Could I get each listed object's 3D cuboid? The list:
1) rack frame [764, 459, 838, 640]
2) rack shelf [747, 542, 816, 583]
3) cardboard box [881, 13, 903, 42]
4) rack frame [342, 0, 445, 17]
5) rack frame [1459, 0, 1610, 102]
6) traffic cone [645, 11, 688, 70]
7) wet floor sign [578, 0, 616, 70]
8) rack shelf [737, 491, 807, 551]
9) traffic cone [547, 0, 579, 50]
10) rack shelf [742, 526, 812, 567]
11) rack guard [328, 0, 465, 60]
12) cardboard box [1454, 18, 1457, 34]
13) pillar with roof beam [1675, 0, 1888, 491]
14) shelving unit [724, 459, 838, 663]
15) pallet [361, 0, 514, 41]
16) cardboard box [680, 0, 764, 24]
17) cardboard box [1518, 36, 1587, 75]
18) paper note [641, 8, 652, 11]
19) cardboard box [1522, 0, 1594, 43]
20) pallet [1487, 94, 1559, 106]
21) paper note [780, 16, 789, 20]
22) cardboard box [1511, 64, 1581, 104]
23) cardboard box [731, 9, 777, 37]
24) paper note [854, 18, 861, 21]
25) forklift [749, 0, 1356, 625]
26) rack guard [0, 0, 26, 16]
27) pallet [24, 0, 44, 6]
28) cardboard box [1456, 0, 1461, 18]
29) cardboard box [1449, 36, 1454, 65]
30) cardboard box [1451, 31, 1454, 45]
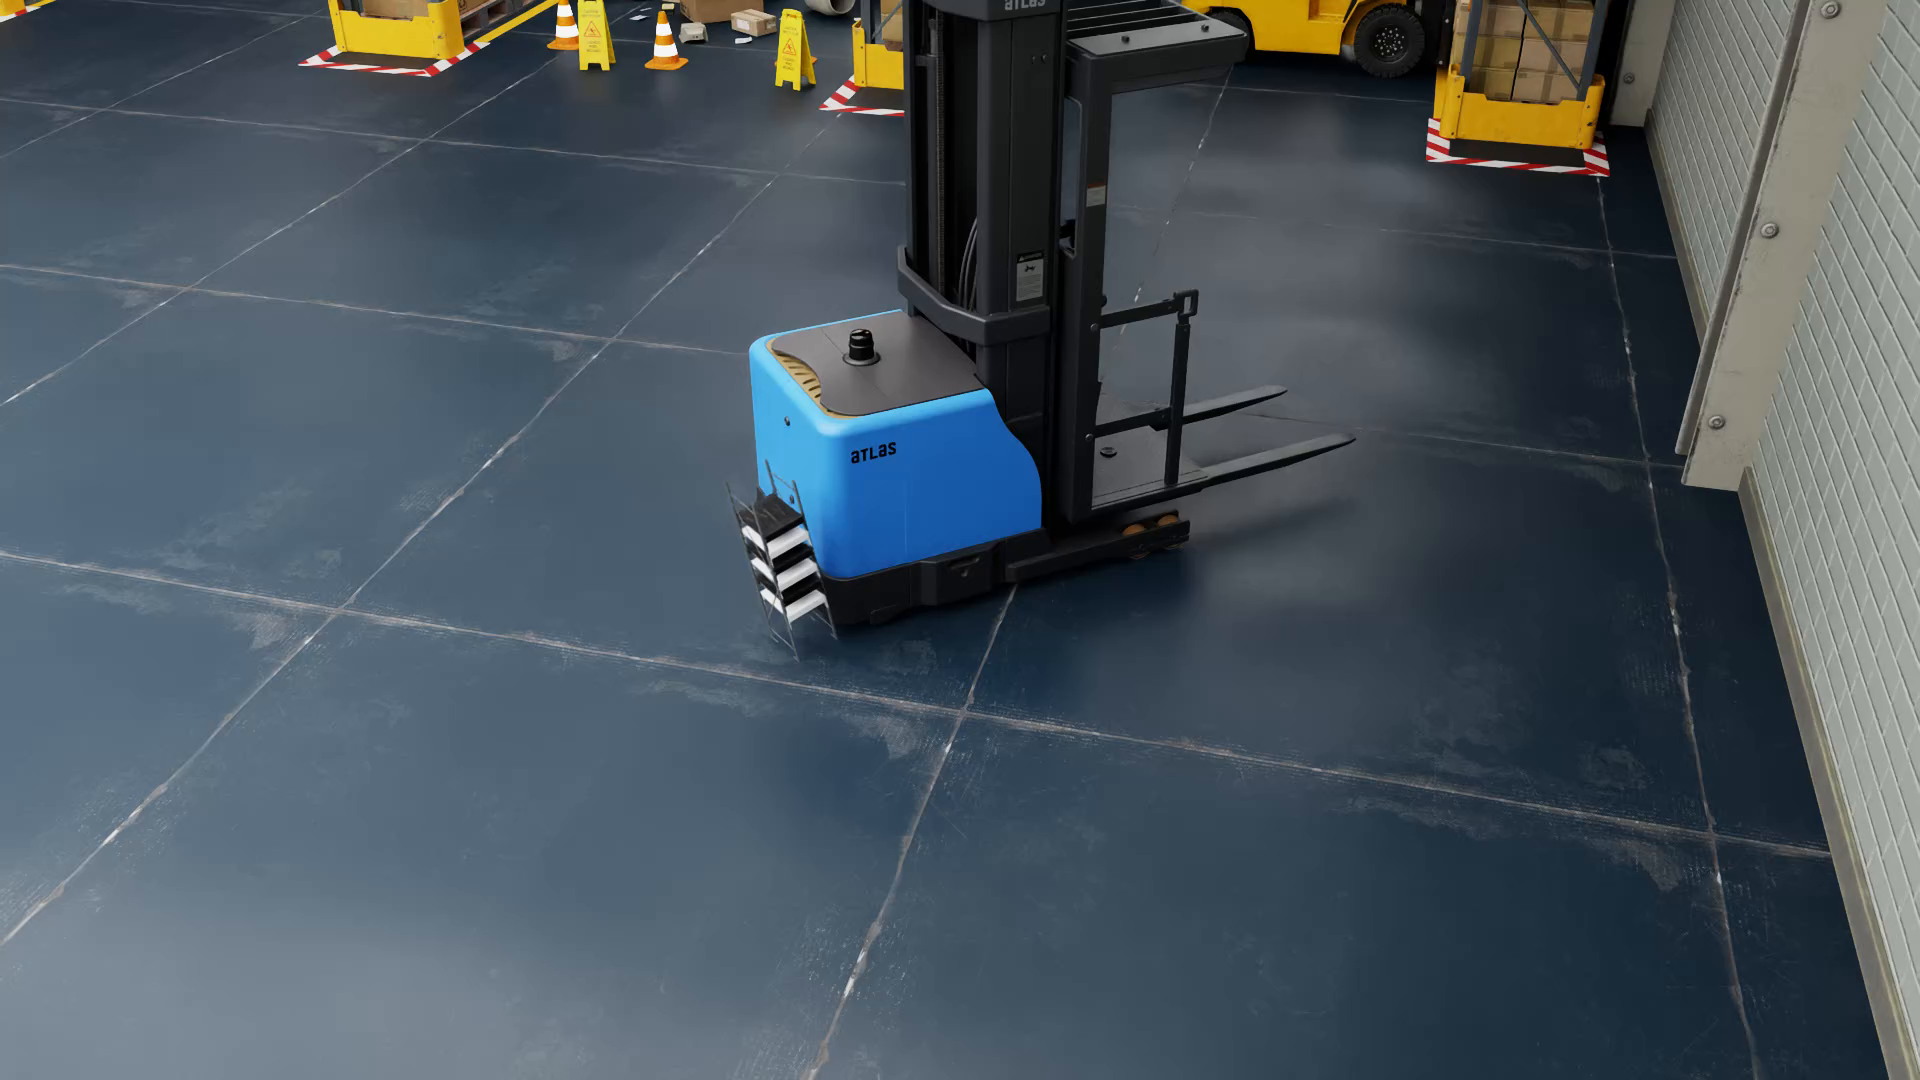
[{"bbox_3d":[-0.691,0.051,7.272,0.006,0.900,0.240,-31,43,-23],"label":"rack frame"},{"bbox_3d":[-0.779,0.056,7.196,0.200,0.077,0.258,-31,43,-23],"label":"rack shelf"},{"bbox_3d":[-0.396,-4.672,14.975,0.500,0.250,0.500,8,33,12],"label":"cardboard box"},{"bbox_3d":[-5.160,-5.808,14.591,1.000,3.000,0.127,8,33,12],"label":"rack frame"},{"bbox_3d":[4.456,-4.513,12.553,1.000,3.000,0.127,8,33,12],"label":"rack frame"},{"bbox_3d":[-2.645,-4.490,14.881,0.336,0.463,0.334,8,33,12],"label":"traffic cone"},{"bbox_3d":[-3.252,-4.530,14.775,0.267,0.644,0.232,3,33,4],"label":"wet floor sign"},{"bbox_3d":[-0.806,-0.082,7.084,0.200,0.077,0.258,-31,43,-23],"label":"rack shelf"},{"bbox_3d":[-3.652,-4.820,15.401,0.336,0.463,0.334,8,33,12],"label":"traffic cone"},{"bbox_3d":[-0.793,-0.013,7.140,0.200,0.077,0.258,-31,43,-23],"label":"rack shelf"},{"bbox_3d":[-5.166,-4.741,15.242,1.175,0.500,0.348,8,33,12],"label":"rack guard"},{"bbox_3d":[4.414,-4.295,13.915,0.500,0.250,0.500,8,33,12],"label":"cardboard box"},{"bbox_3d":[-0.183,-4.756,7.343,9.100,9.000,0.400,8,33,12],"label":"pillar with roof beam"},{"bbox_3d":[-0.771,0.100,7.232,0.210,0.900,0.258,-31,43,-23],"label":"shelving unit"},{"bbox_3d":[-5.033,-5.057,16.008,1.003,0.211,1.213,8,33,12],"label":"pallet"},{"bbox_3d":[-2.350,-5.390,16.259,0.797,0.503,0.637,-14,35,-21],"label":"cardboard box"},{"bbox_3d":[4.776,-3.957,13.383,0.500,0.250,0.500,9,33,13],"label":"cardboard box"},{"bbox_3d":[-3.126,-5.282,16.549,0.032,0.001,0.123,28,42,36],"label":"paper note"},{"bbox_3d":[4.761,-4.176,13.262,0.500,0.250,0.500,8,33,12],"label":"cardboard box"},{"bbox_3d":[4.609,-3.739,13.934,1.003,0.211,1.213,8,33,12],"label":"pallet"},{"bbox_3d":[-1.671,-5.111,16.272,0.148,0.019,0.142,20,38,29],"label":"paper note"},{"bbox_3d":[4.769,-3.758,13.537,0.500,0.250,0.500,8,33,13],"label":"cardboard box"},{"bbox_3d":[-1.968,-4.939,15.880,0.380,0.149,0.250,28,42,36],"label":"cardboard box"},{"bbox_3d":[-0.959,-5.080,16.212,0.142,0.019,0.148,-3,33,-4],"label":"paper note"},{"bbox_3d":[0.562,-1.384,7.695,3.031,2.935,1.130,-15,35,-22],"label":"forklift"},{"bbox_3d":[-9.913,-5.521,16.468,1.175,0.500,0.348,8,33,12],"label":"rack guard"},{"bbox_3d":[-9.673,-5.816,17.201,1.003,0.211,1.213,8,33,12],"label":"pallet"},{"bbox_3d":[4.395,-4.499,13.771,0.500,0.250,0.500,9,33,13],"label":"cardboard box"},{"bbox_3d":[4.405,-4.074,14.033,0.500,0.250,0.500,8,33,12],"label":"cardboard box"},{"bbox_3d":[4.650,-4.605,14.869,0.500,0.250,0.500,9,34,14],"label":"cardboard box"}]
